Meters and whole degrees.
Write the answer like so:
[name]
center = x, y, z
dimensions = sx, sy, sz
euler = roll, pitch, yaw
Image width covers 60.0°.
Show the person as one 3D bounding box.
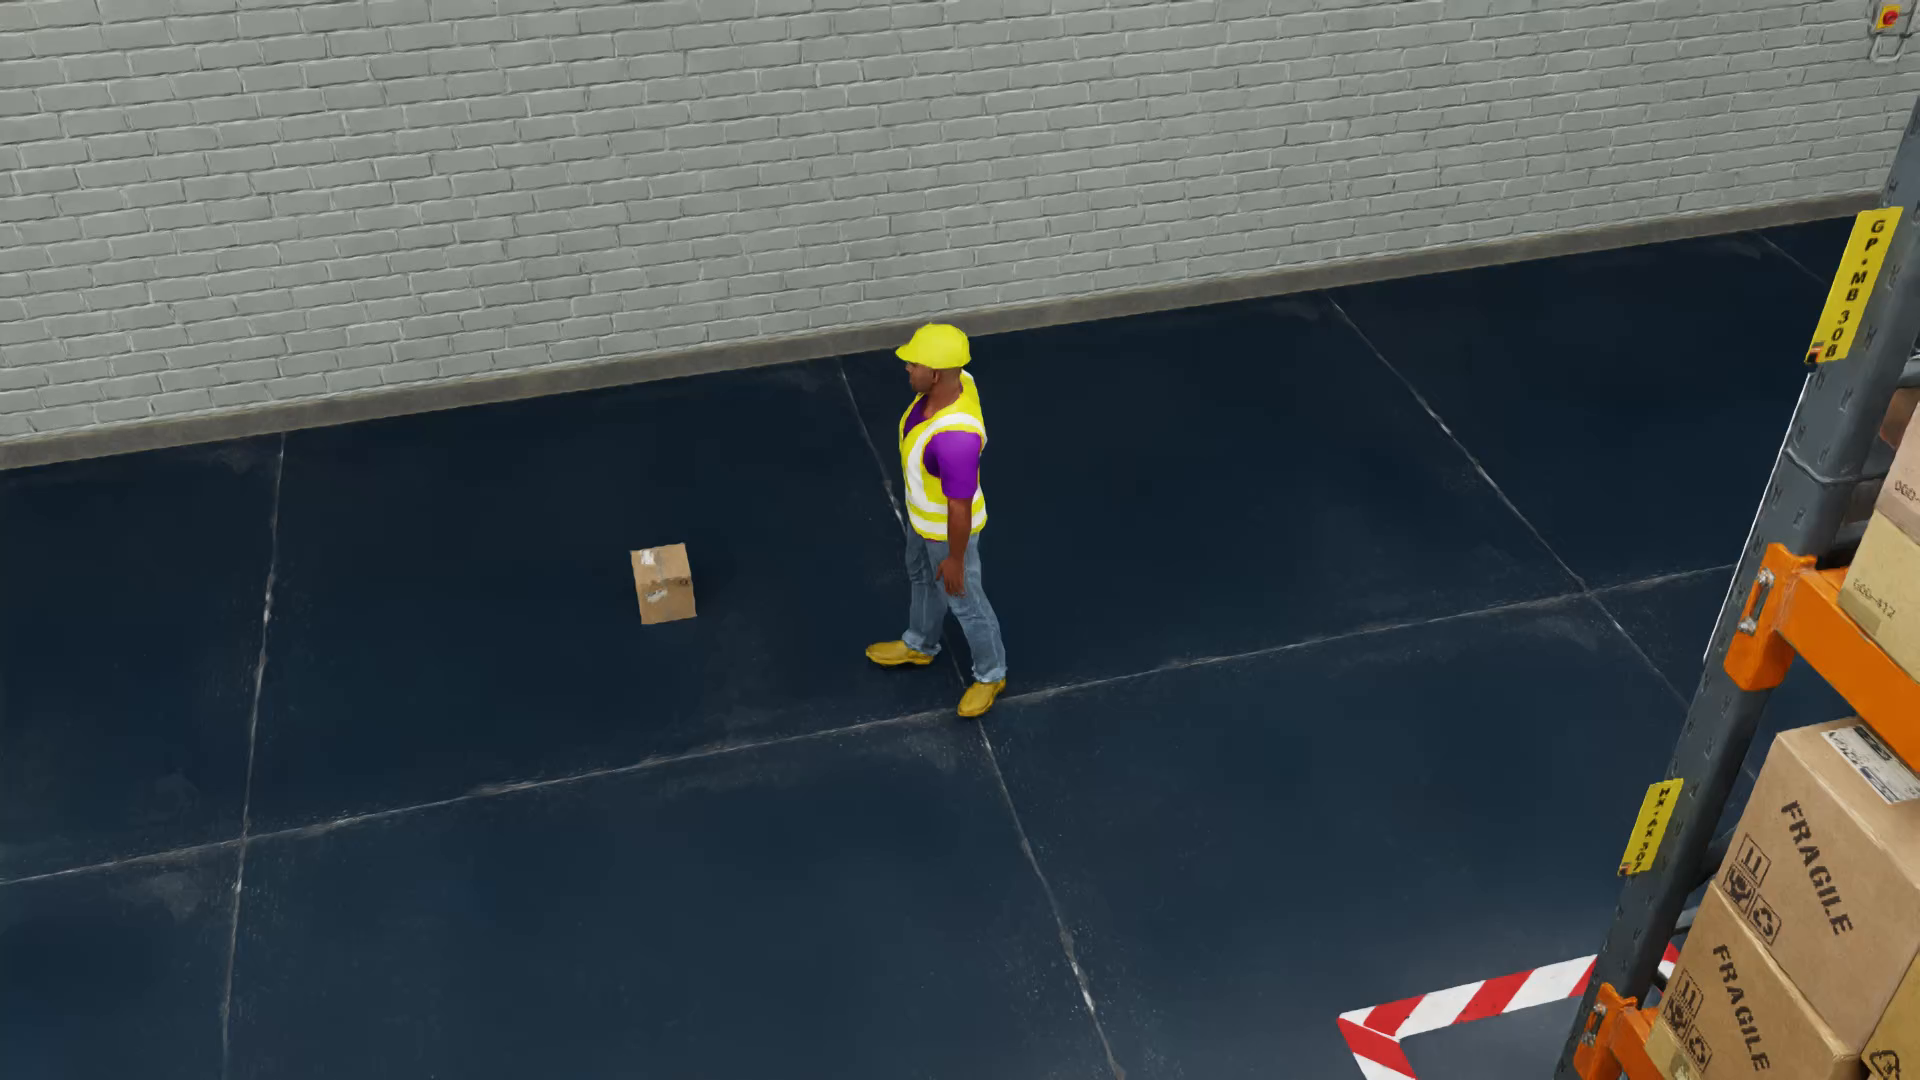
[person]
center = -0.113, -0.119, 6.828
dimensions = 0.582, 1.768, 0.738
euler = -7, 38, -9
